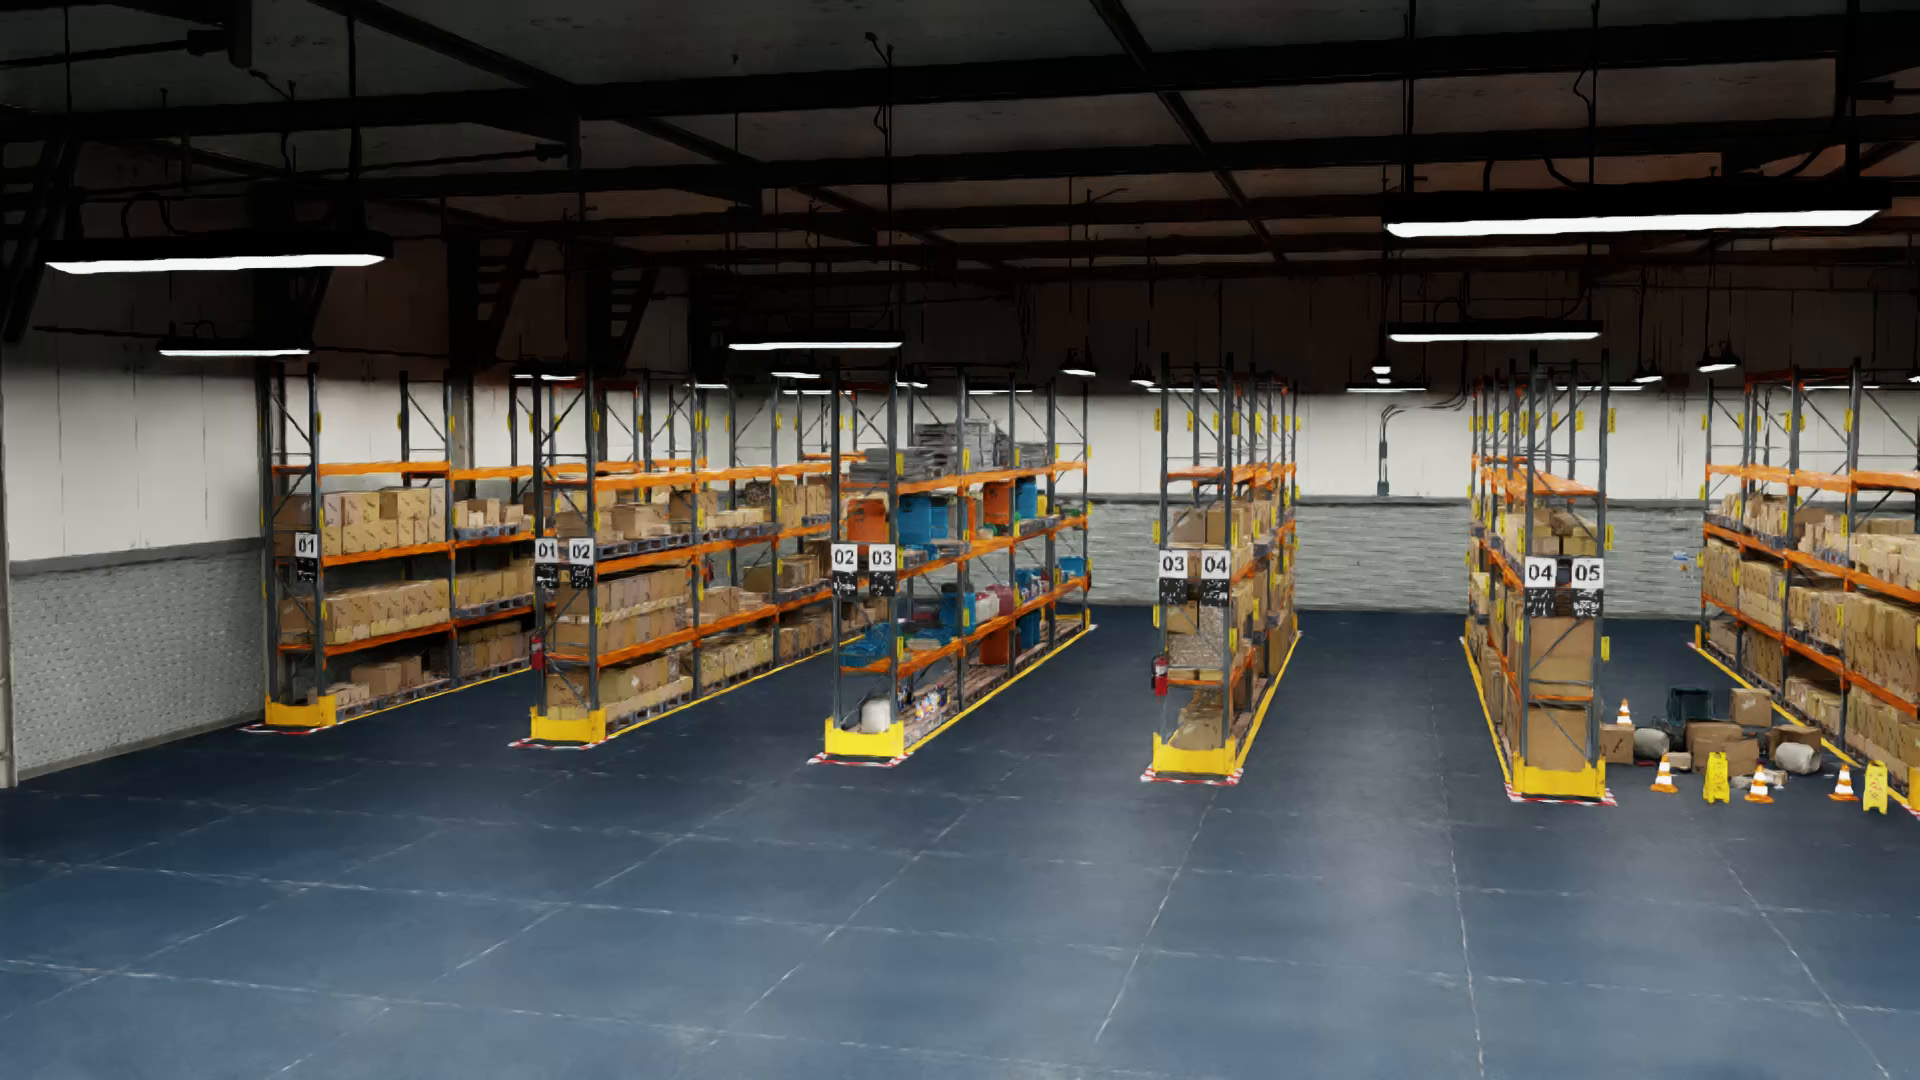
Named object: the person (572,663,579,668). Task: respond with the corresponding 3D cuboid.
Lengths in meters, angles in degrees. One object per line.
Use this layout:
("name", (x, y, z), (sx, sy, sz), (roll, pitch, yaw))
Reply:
("person", (-7.839, 1.808, 33.879), (0.490, 1.598, 0.999), (0, 4, 6))

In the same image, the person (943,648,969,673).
("person", (-0.076, 1.703, 31.996), (0.454, 1.712, 0.596), (-2, 5, -31))
